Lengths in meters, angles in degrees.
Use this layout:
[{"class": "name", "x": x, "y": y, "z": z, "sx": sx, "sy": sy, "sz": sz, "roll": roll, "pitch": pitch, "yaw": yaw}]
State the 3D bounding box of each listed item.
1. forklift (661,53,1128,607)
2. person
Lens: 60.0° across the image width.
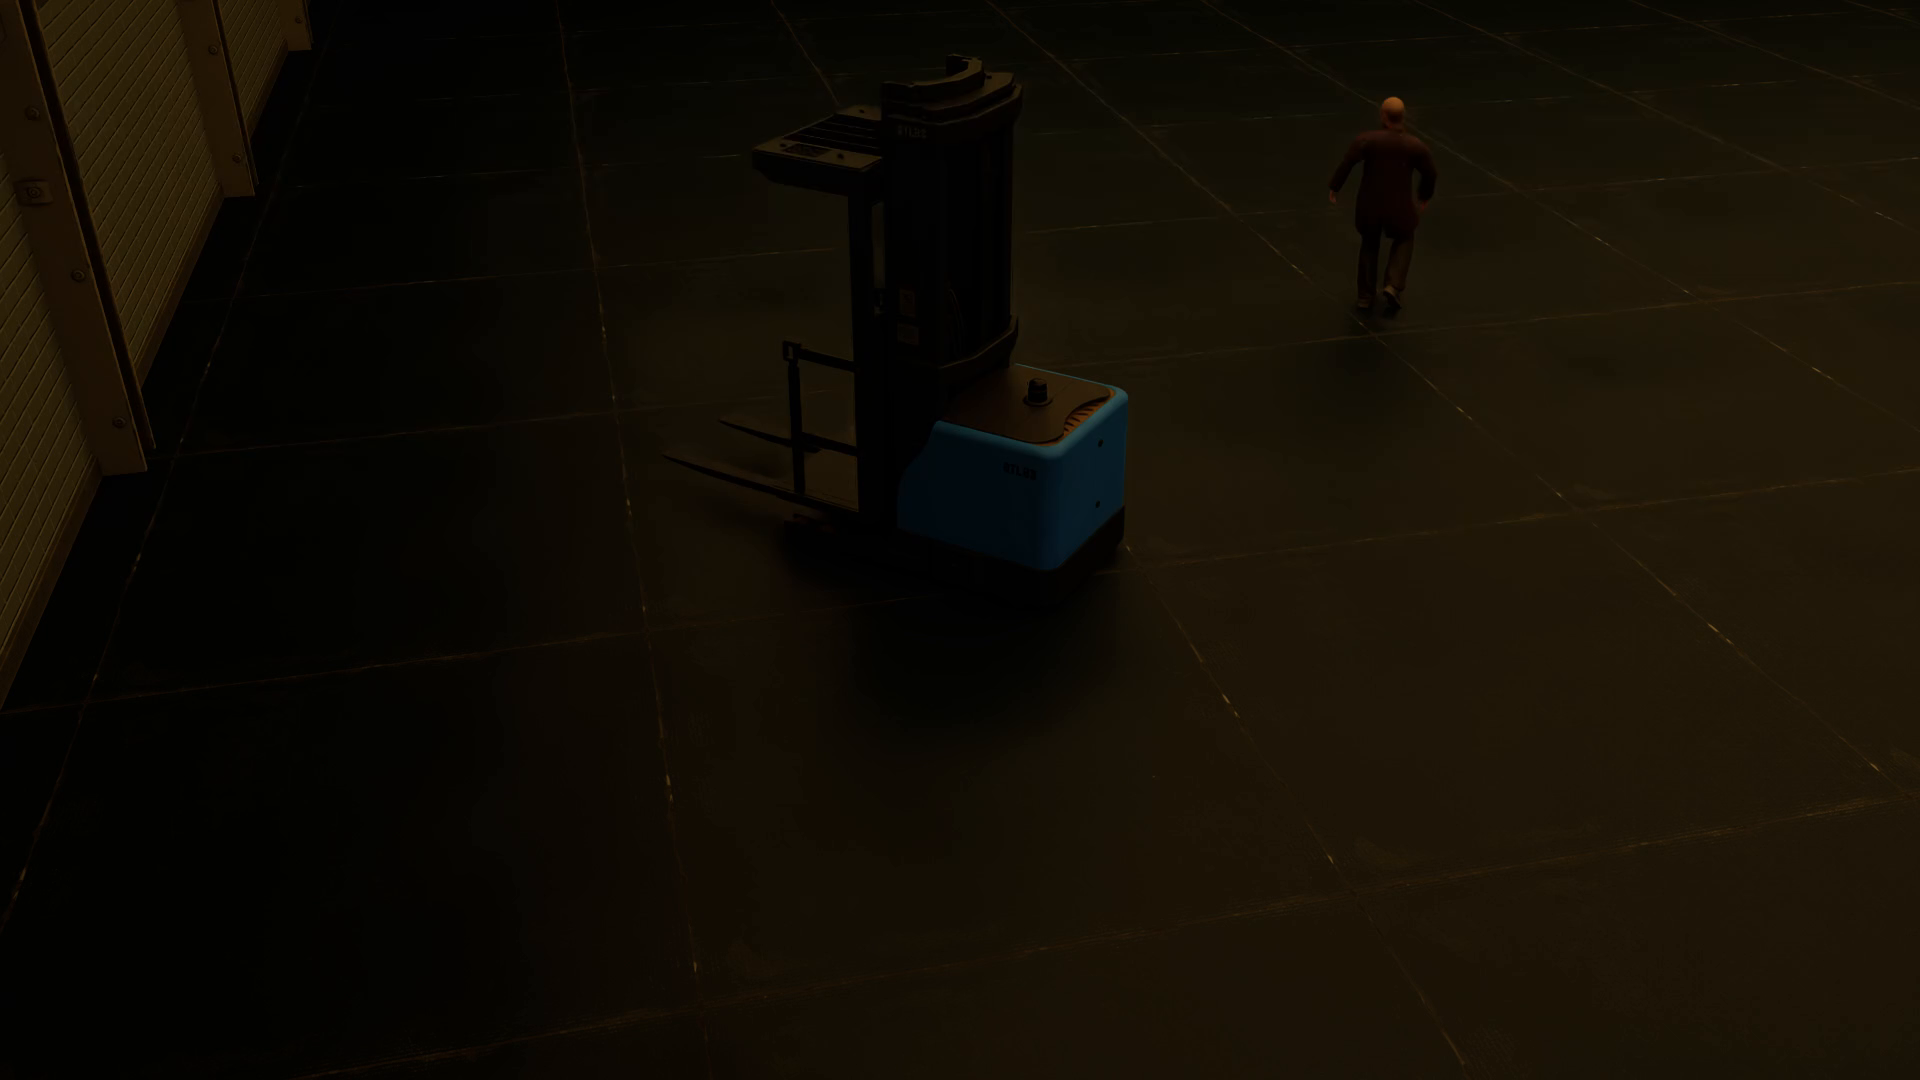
[{"class": "forklift", "x": -0.513, "y": -1.407, "z": 10.005, "sx": 3.031, "sy": 2.935, "sz": 1.130, "roll": 16, "pitch": 34, "yaw": 26}, {"class": "person", "x": 3.402, "y": -2.722, "z": 13.482, "sx": 0.850, "sy": 1.767, "sz": 0.498, "roll": 13, "pitch": 33, "yaw": 21}]
